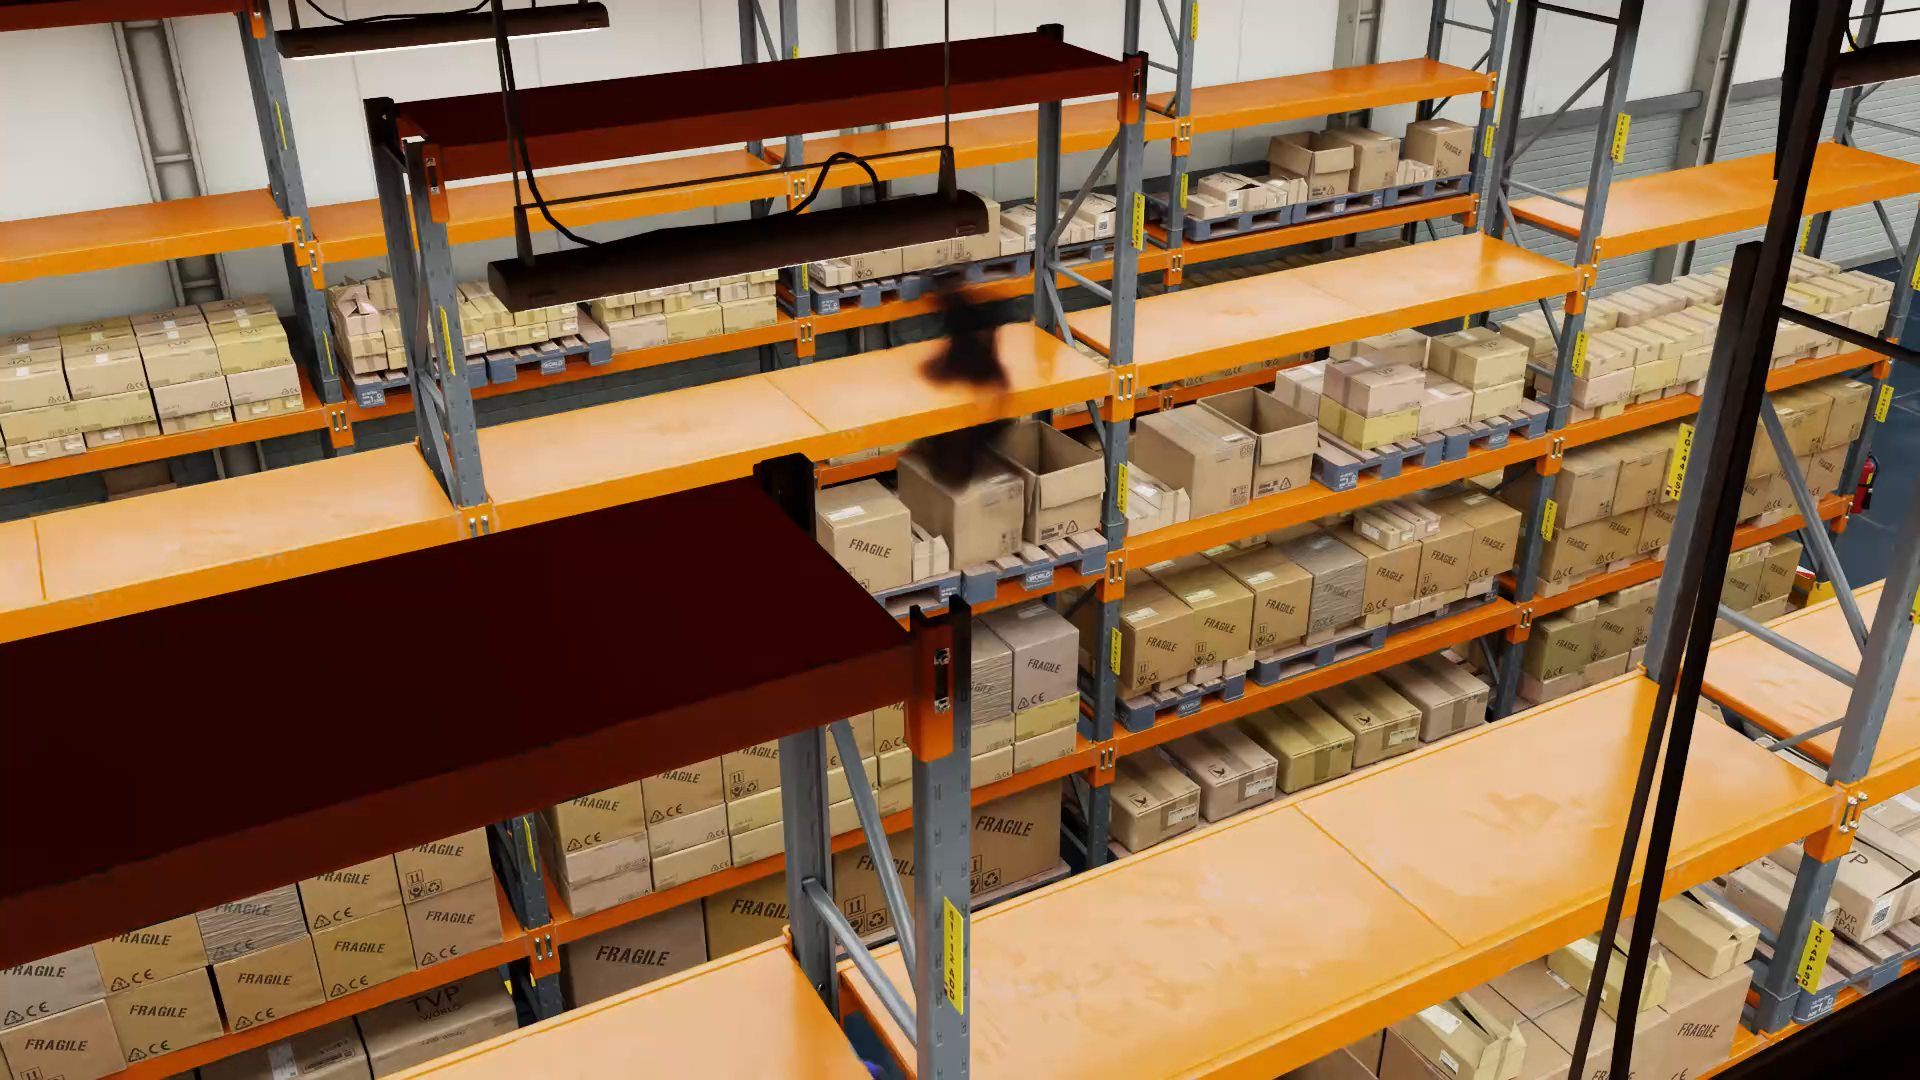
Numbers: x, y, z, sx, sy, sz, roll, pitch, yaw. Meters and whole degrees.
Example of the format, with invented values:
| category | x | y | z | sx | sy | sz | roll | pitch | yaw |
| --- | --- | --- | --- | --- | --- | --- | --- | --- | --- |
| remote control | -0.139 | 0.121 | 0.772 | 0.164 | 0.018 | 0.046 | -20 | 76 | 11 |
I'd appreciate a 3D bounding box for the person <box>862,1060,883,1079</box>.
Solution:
| category | x | y | z | sx | sy | sz | roll | pitch | yaw |
| --- | --- | --- | --- | --- | --- | --- | --- | --- | --- |
| person | -0.550 | 3.321 | 9.121 | 0.613 | 1.592 | 0.696 | -3 | 28 | -5 |
